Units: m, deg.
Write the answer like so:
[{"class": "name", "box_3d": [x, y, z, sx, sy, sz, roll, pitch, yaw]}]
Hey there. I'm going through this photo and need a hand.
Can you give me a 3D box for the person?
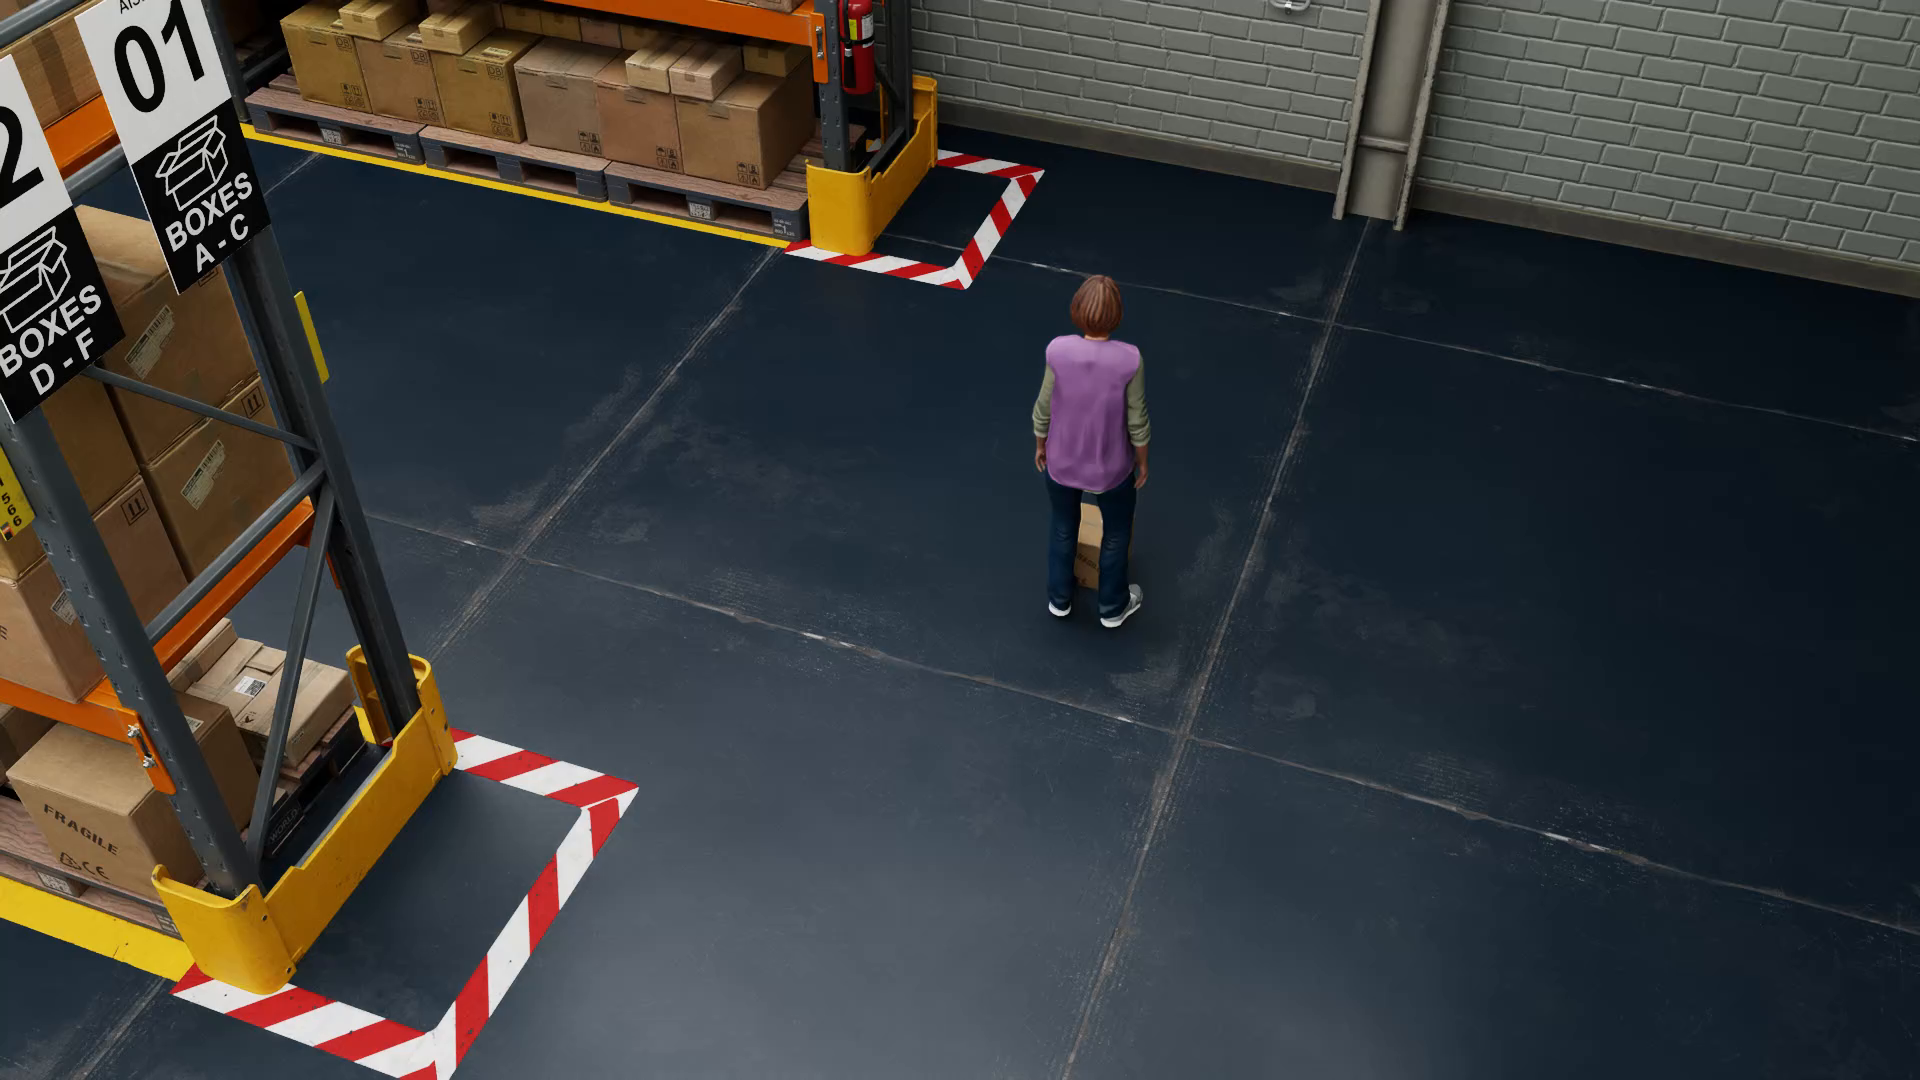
[{"class": "person", "box_3d": [0.521, -0.305, 6.507, 0.460, 1.591, 0.345, 13, 44, 14]}]
